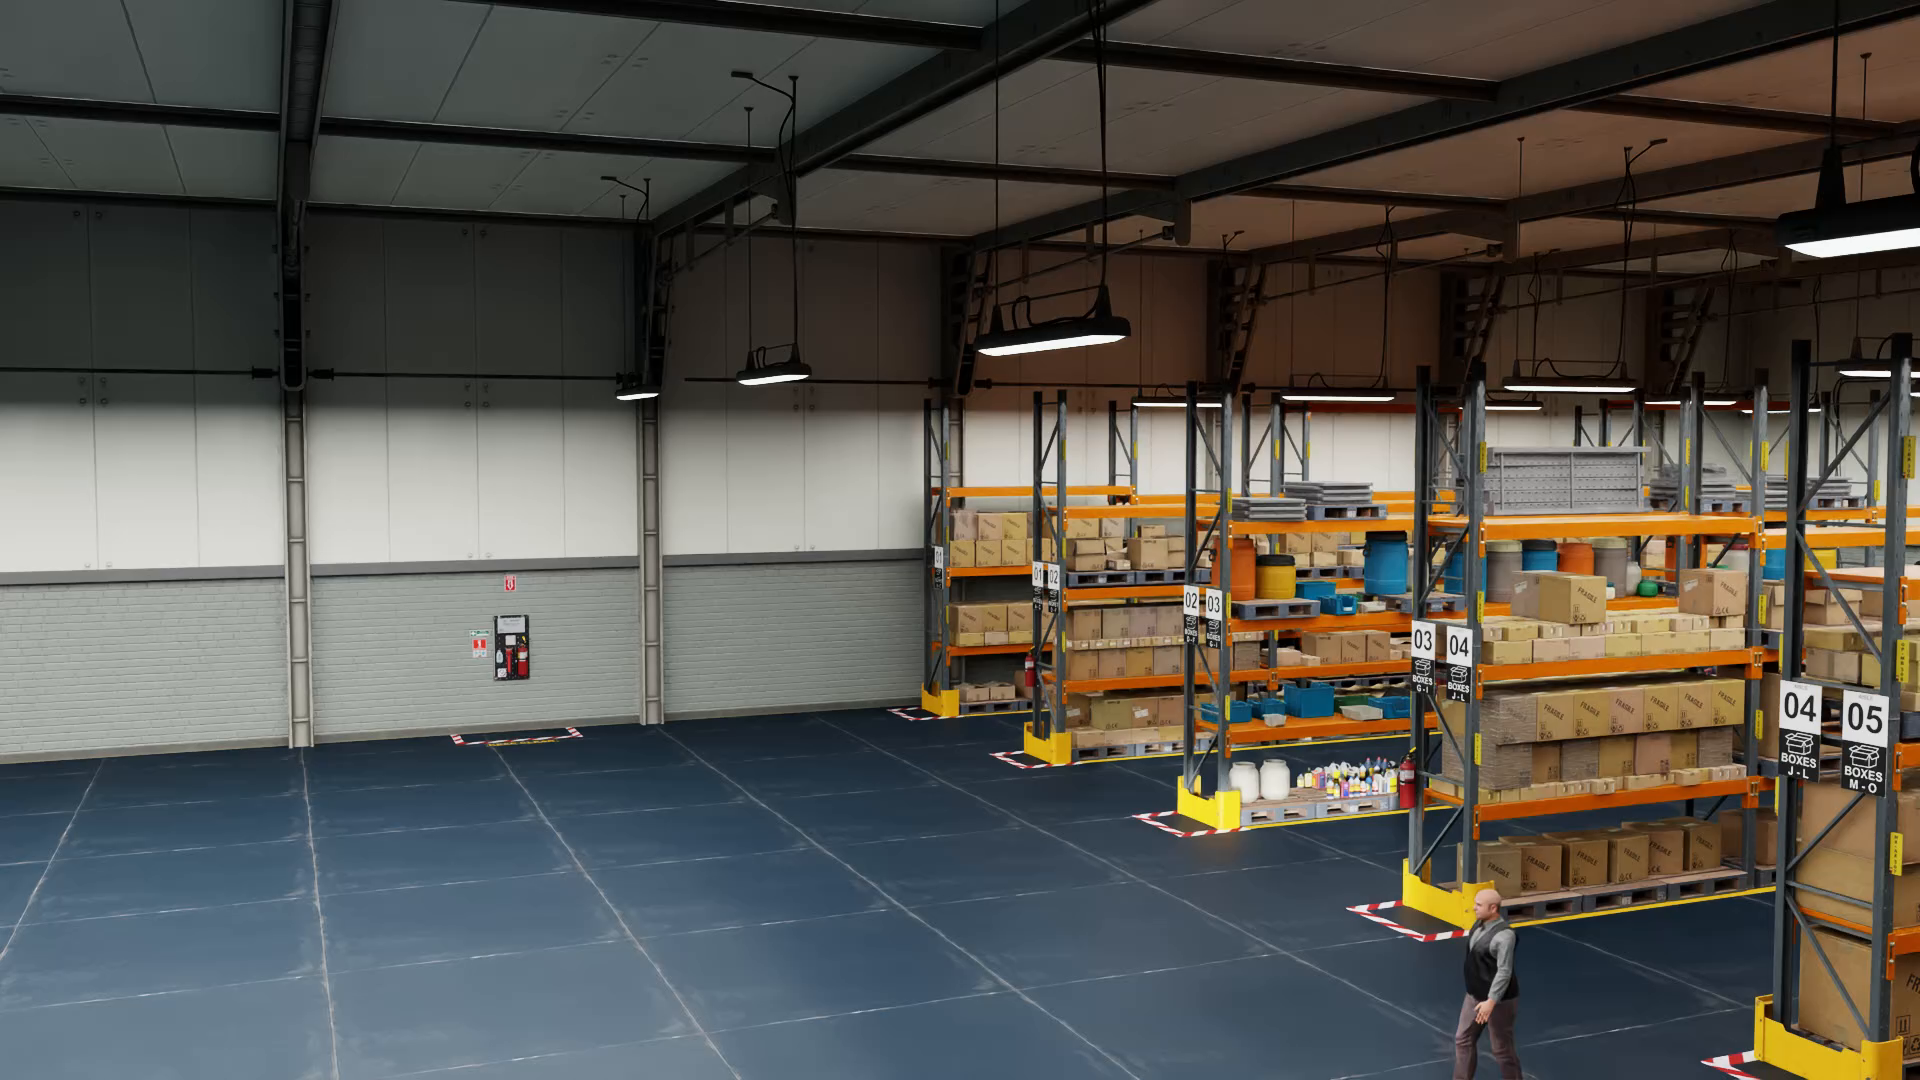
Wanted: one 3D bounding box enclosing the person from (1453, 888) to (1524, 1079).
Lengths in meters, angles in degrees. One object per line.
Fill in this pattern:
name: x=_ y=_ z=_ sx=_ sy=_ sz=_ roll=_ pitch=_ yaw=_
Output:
person: x=4.039 y=3.550 z=12.826 sx=0.696 sy=1.732 sz=0.584 roll=-1 pitch=3 yaw=-13
